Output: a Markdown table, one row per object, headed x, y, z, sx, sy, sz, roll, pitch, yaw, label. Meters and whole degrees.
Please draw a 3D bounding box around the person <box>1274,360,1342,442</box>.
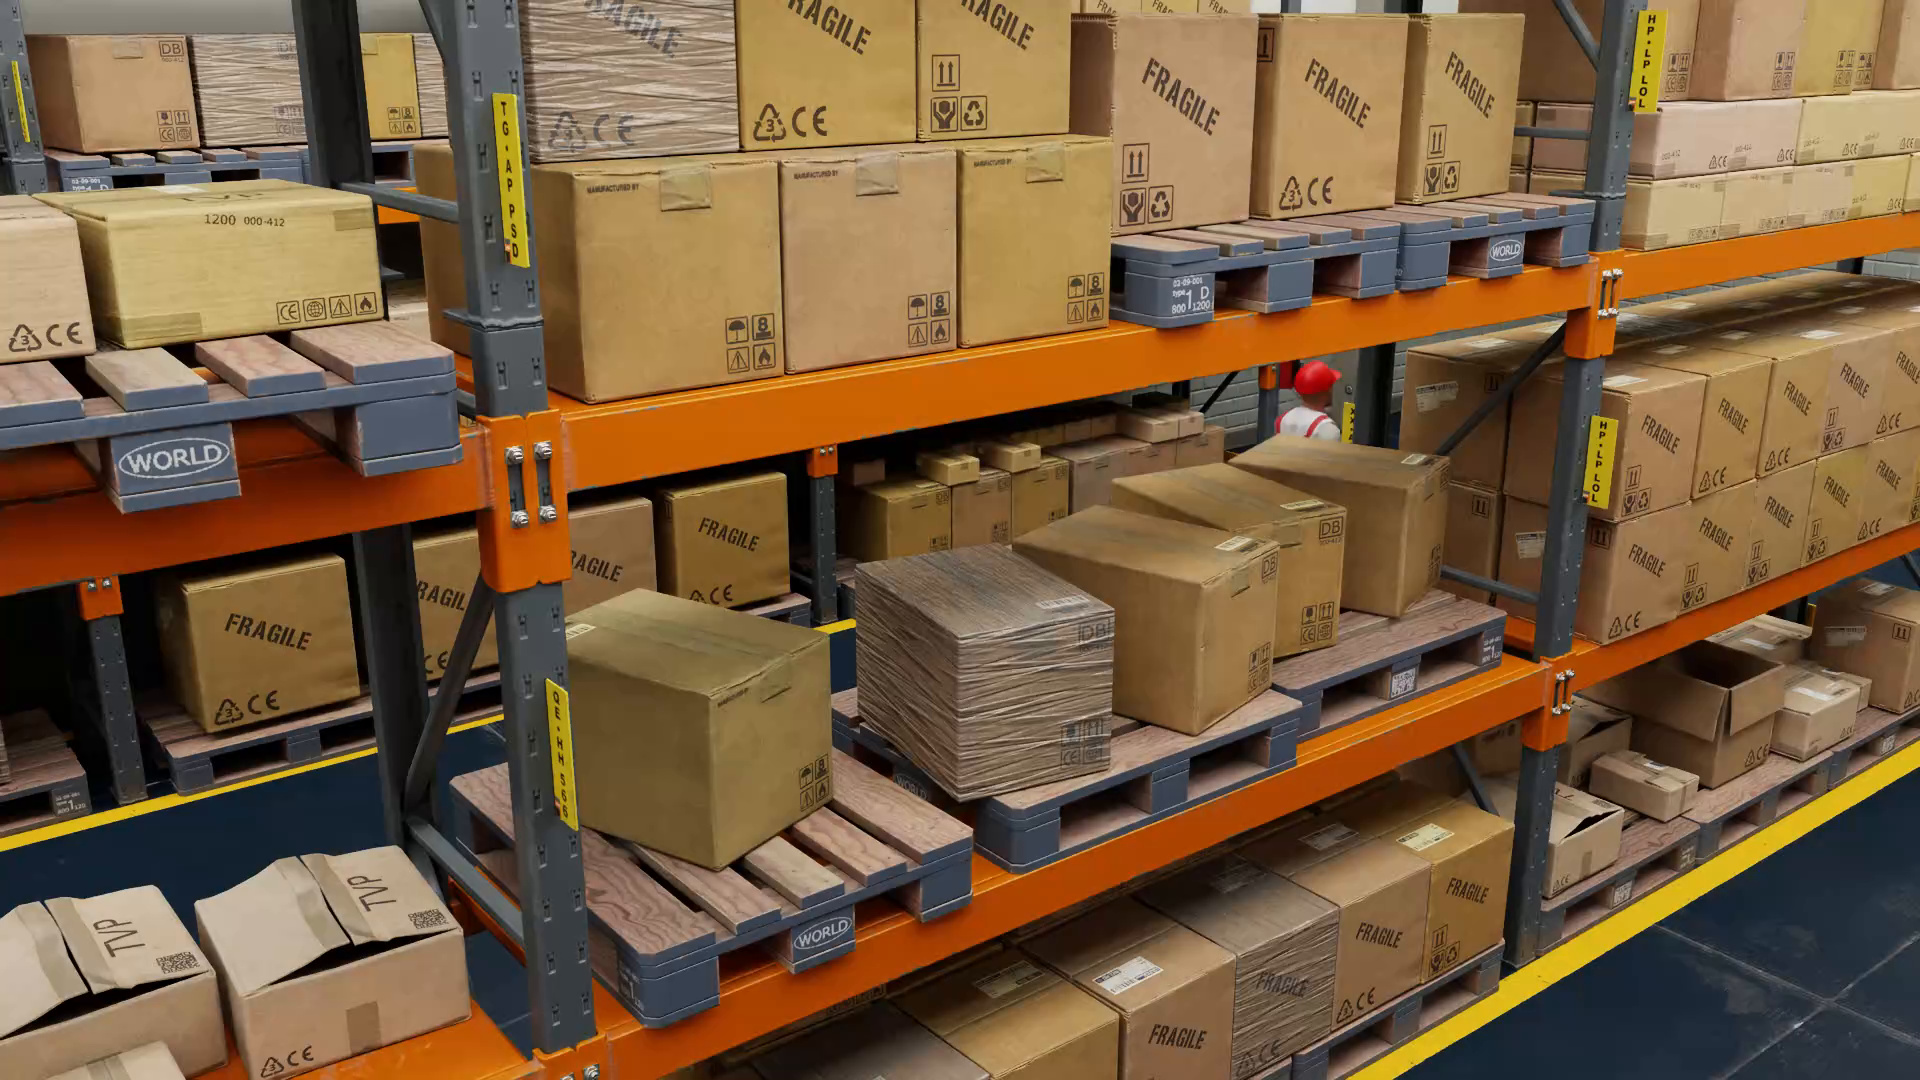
| x | y | z | sx | sy | sz | roll | pitch | yaw | label |
| --- | --- | --- | --- | --- | --- | --- | --- | --- | --- |
| 1.951 | -0.125 | 9.318 | 0.626 | 1.777 | 0.560 | -8 | 19 | -23 | person |
